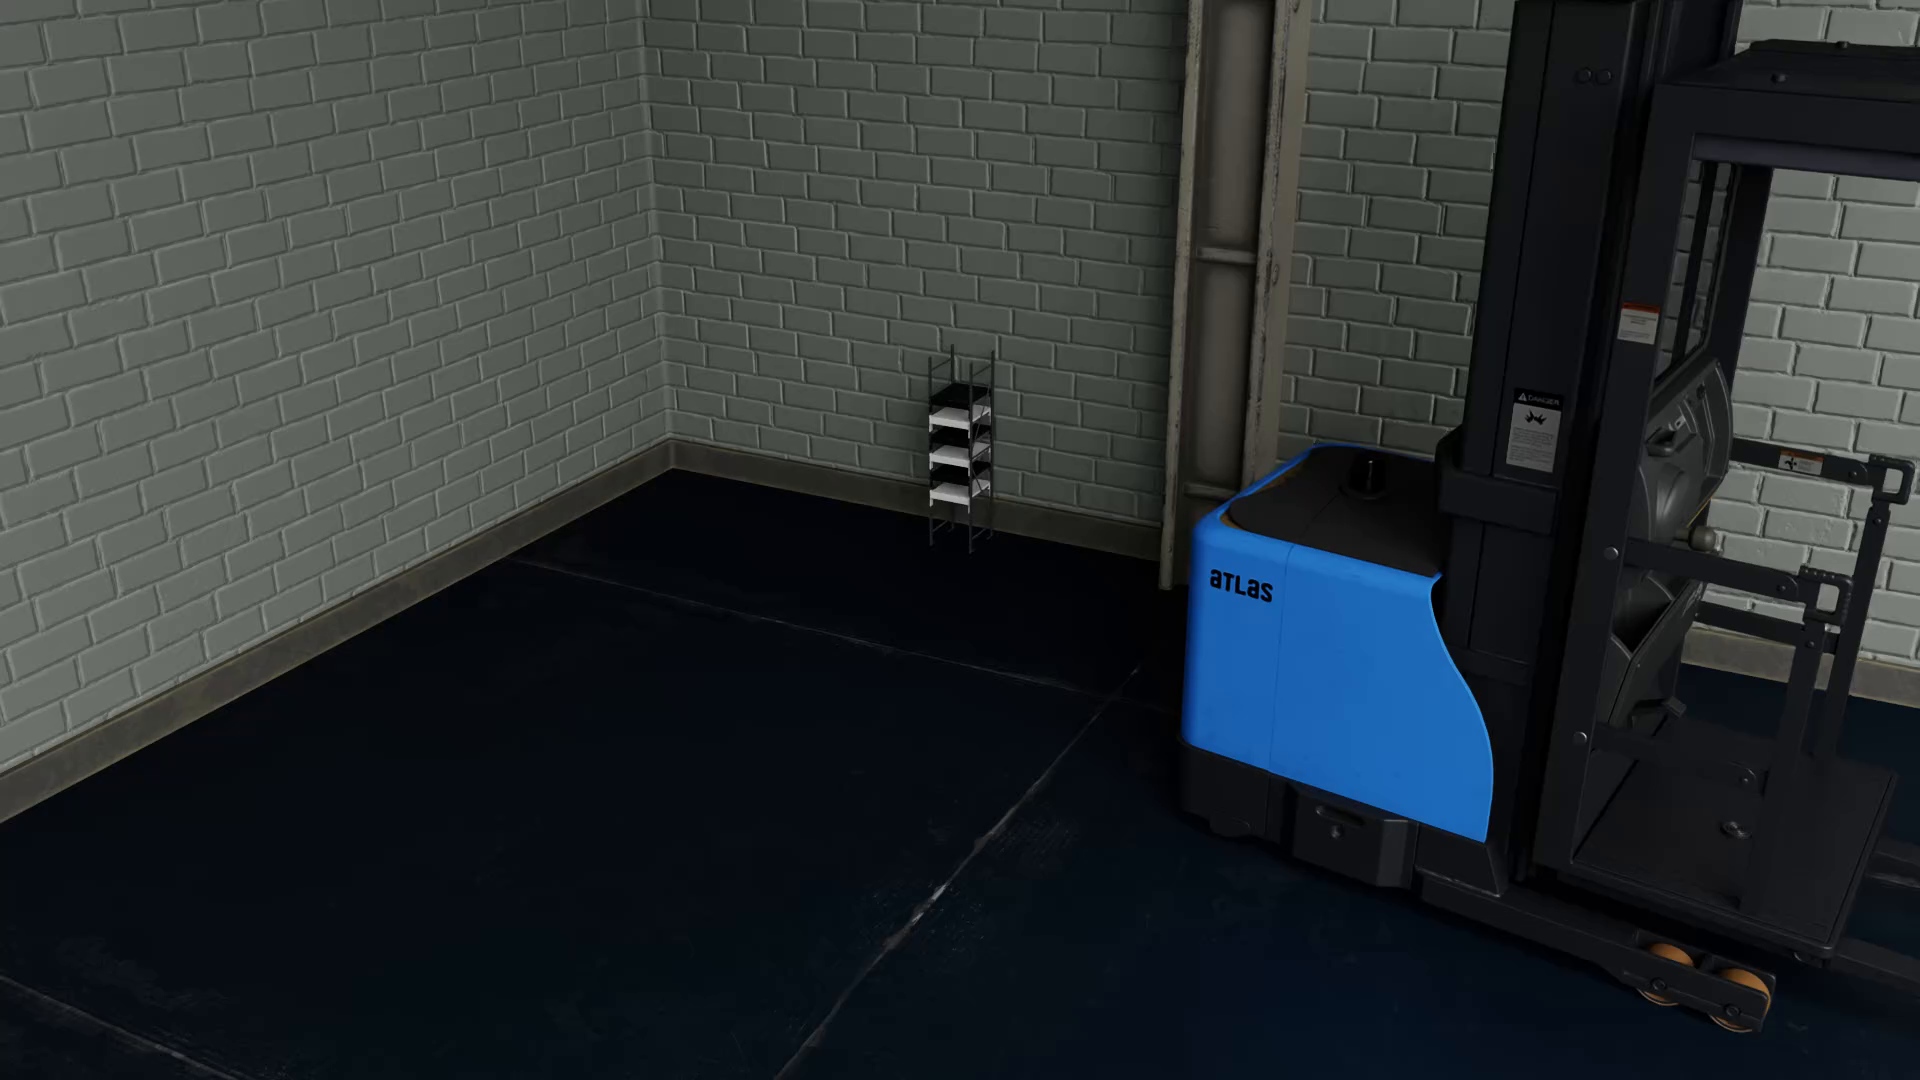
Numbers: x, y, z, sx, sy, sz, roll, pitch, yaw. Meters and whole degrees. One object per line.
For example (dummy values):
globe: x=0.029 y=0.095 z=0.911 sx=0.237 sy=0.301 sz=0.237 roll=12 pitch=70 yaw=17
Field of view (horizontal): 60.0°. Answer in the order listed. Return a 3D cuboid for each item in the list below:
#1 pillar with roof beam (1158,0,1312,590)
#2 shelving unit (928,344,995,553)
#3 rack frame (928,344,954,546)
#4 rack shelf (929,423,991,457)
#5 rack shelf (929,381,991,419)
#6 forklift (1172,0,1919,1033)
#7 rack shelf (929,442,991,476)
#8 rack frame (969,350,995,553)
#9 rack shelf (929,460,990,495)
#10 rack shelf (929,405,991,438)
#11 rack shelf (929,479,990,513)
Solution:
pillar with roof beam: x=-0.834 y=-2.447 z=2.004 sx=0.400 sy=9.000 sz=9.100 roll=11 pitch=25 yaw=25
shelving unit: x=0.007 y=-0.413 z=7.571 sx=0.210 sy=0.900 sz=0.258 roll=11 pitch=25 yaw=25
rack frame: x=-0.083 y=-0.431 z=7.613 sx=0.006 sy=0.900 sz=0.240 roll=11 pitch=25 yaw=25
rack shelf: x=0.007 y=-0.465 z=7.548 sx=0.200 sy=0.077 sz=0.258 roll=11 pitch=25 yaw=25
rack shelf: x=0.007 y=-0.630 z=7.478 sx=0.200 sy=0.077 sz=0.258 roll=11 pitch=25 yaw=25
forklift: x=2.200 y=-0.234 z=4.555 sx=3.031 sy=2.935 sz=1.130 roll=16 pitch=28 yaw=32
rack shelf: x=0.007 y=-0.382 z=7.584 sx=0.200 sy=0.077 sz=0.258 roll=11 pitch=25 yaw=25
rack frame: x=0.098 y=-0.395 z=7.528 sx=0.006 sy=0.900 sz=0.240 roll=11 pitch=25 yaw=25
rack shelf: x=0.007 y=-0.299 z=7.619 sx=0.200 sy=0.077 sz=0.258 roll=11 pitch=25 yaw=25
rack shelf: x=0.007 y=-0.548 z=7.513 sx=0.200 sy=0.077 sz=0.258 roll=11 pitch=25 yaw=25
rack shelf: x=0.007 y=-0.216 z=7.654 sx=0.200 sy=0.077 sz=0.258 roll=11 pitch=25 yaw=25
